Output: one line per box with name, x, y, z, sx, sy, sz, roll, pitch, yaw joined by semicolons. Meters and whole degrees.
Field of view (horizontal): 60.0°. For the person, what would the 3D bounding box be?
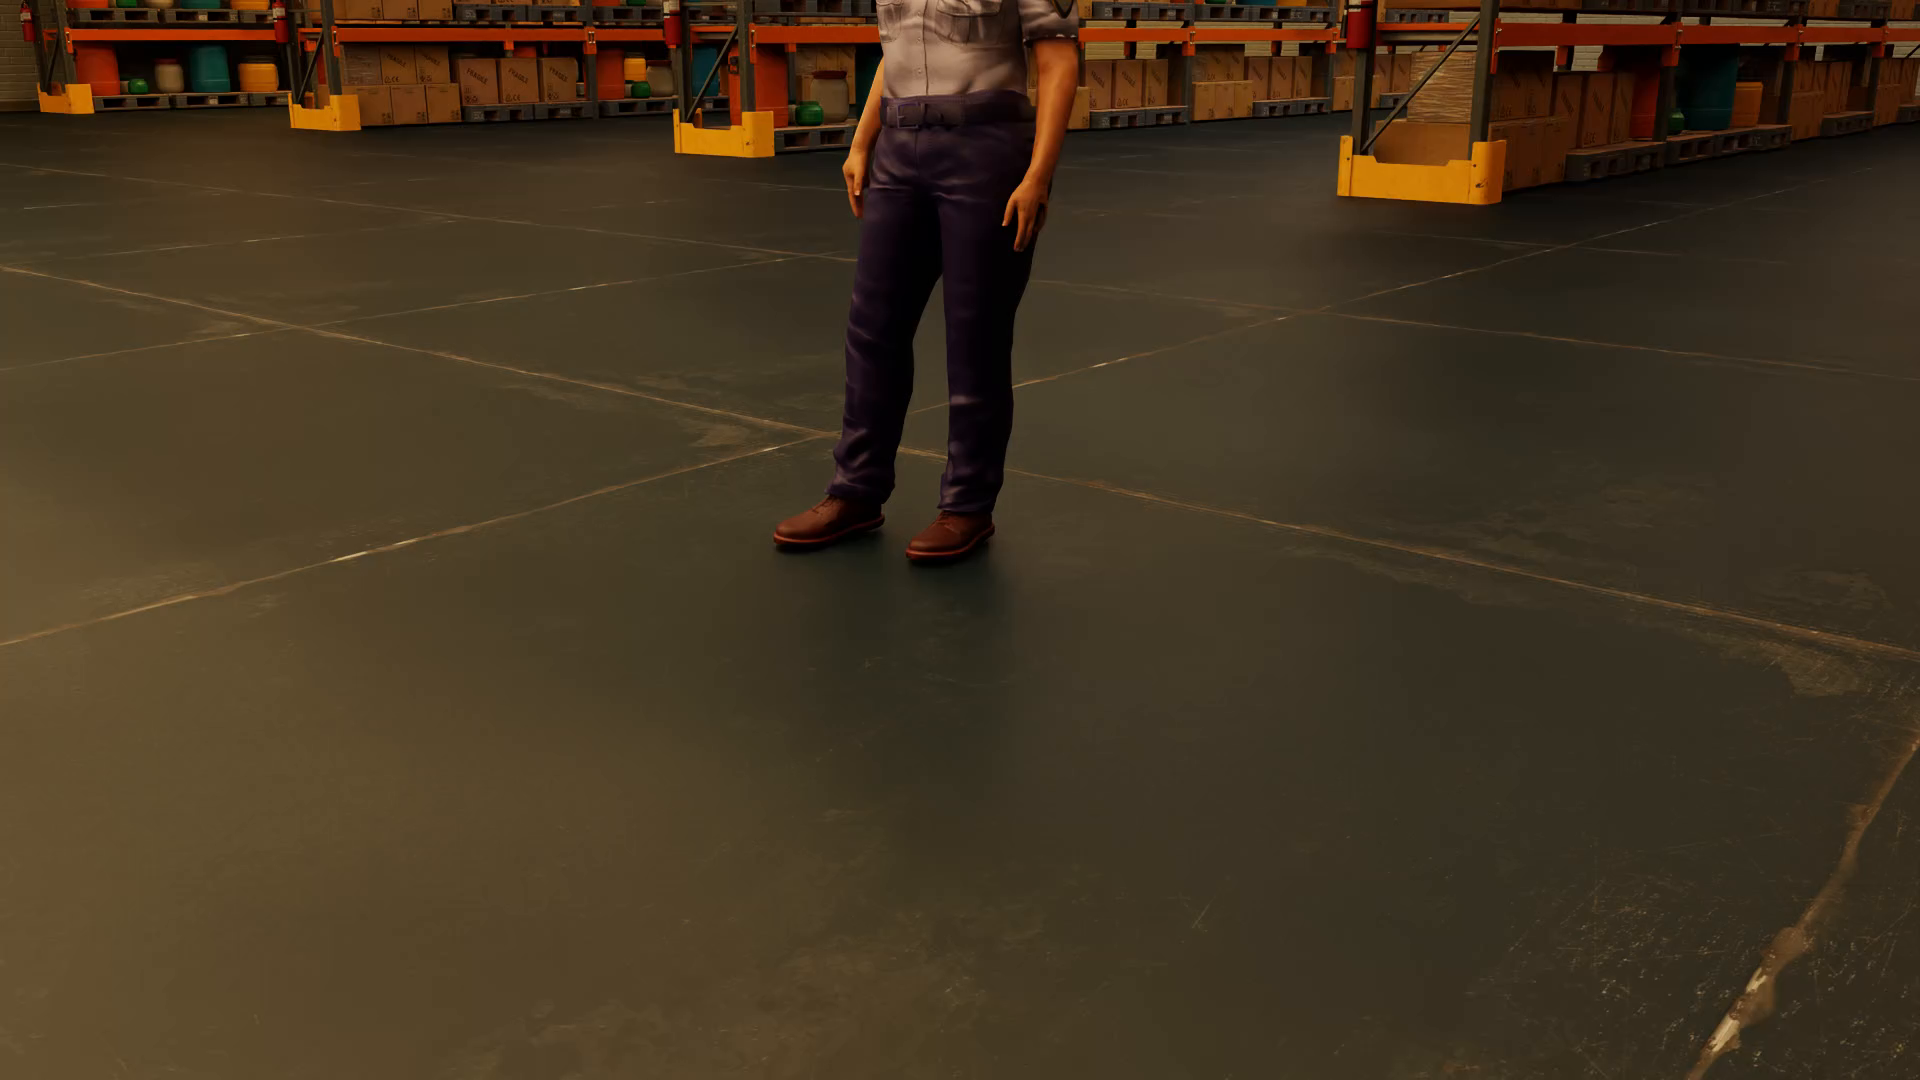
person;-0.074;-0.780;3.648;0.598;1.651;0.503;13;21;37
